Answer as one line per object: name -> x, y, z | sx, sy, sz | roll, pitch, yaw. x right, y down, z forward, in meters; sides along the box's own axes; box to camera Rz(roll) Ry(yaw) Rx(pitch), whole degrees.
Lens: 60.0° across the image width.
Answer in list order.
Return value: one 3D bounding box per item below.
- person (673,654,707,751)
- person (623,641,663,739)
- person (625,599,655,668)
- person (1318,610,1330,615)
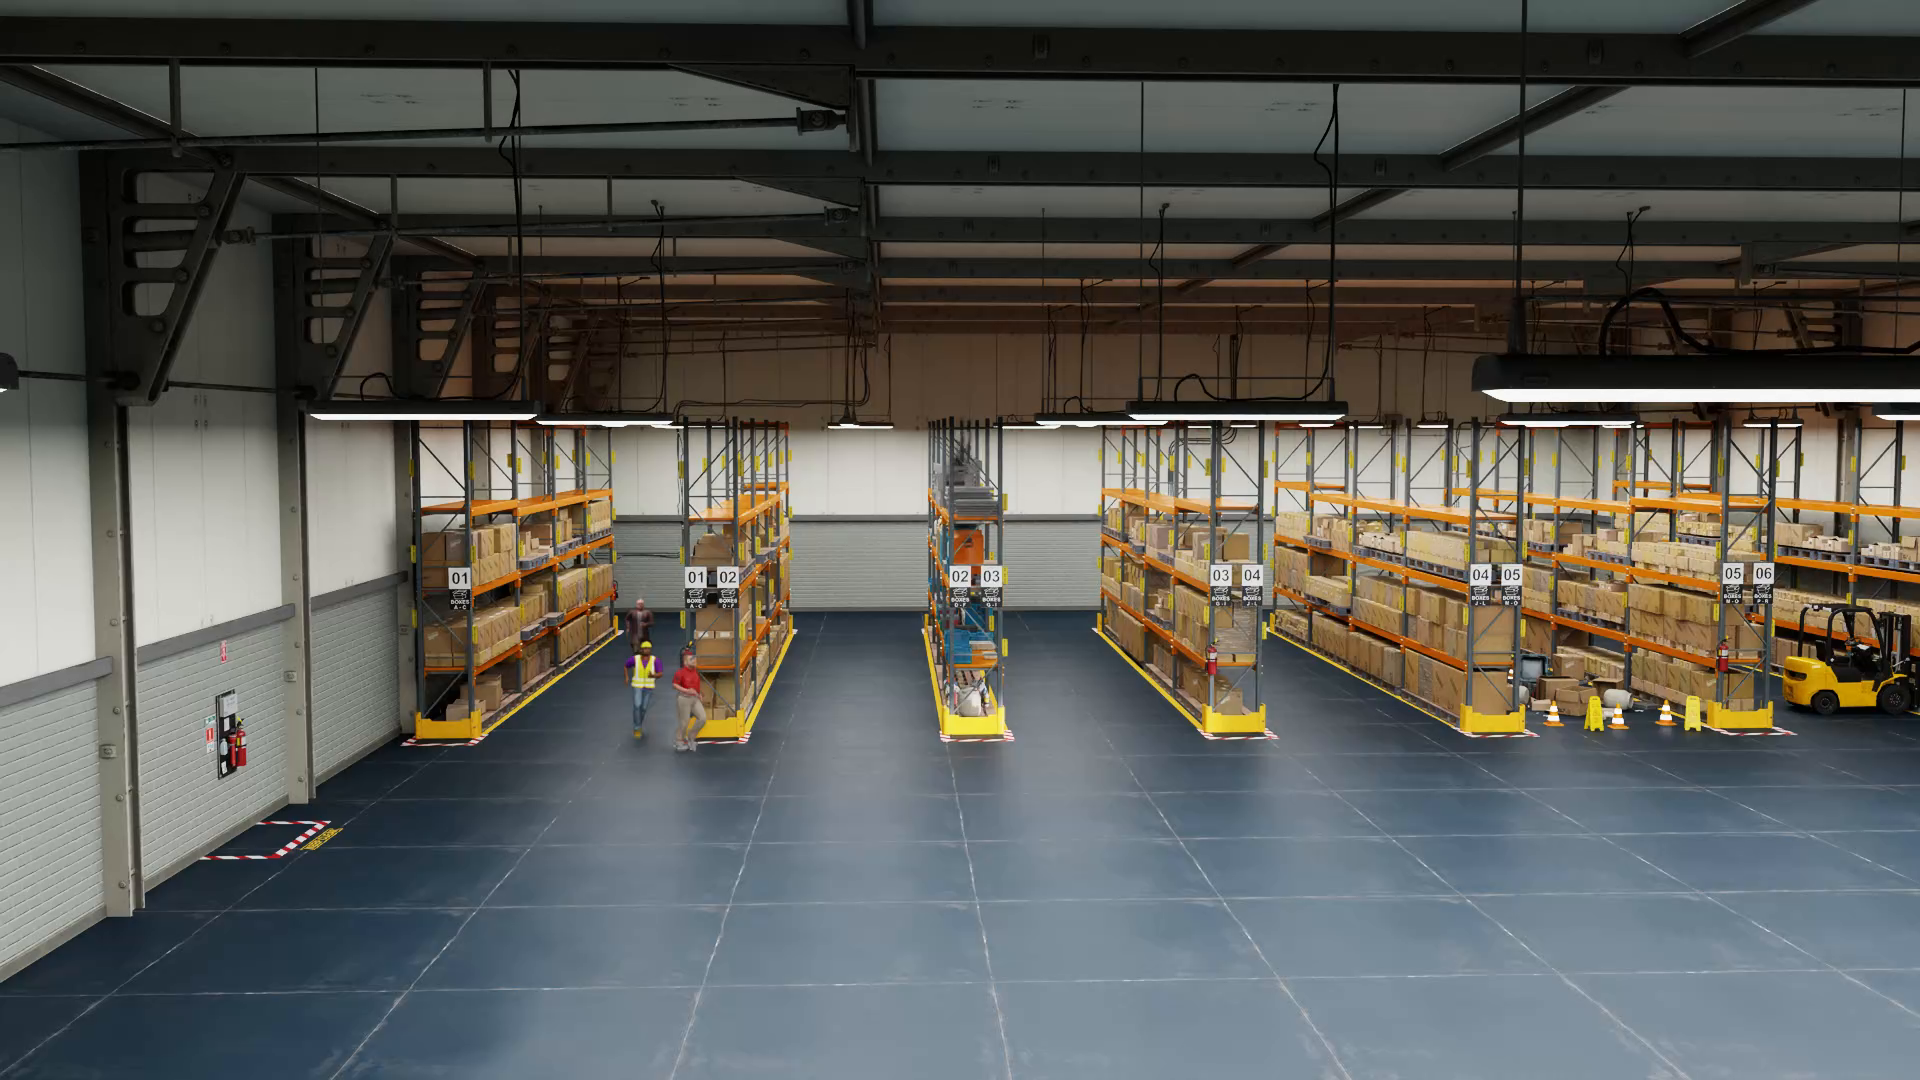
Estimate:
person -> -4.835, 2.926, 29.877 | 0.592, 1.735, 0.675 | 3, 5, 38
person -> -5.934, 2.781, 31.255 | 0.703, 1.762, 0.936 | -1, 4, -22
person -> -7.480, 2.305, 38.875 | 0.669, 1.846, 0.828 | -1, 4, -13
person -> 10.861, 1.721, 49.143 | 0.711, 1.629, 0.572 | 0, 4, -3
